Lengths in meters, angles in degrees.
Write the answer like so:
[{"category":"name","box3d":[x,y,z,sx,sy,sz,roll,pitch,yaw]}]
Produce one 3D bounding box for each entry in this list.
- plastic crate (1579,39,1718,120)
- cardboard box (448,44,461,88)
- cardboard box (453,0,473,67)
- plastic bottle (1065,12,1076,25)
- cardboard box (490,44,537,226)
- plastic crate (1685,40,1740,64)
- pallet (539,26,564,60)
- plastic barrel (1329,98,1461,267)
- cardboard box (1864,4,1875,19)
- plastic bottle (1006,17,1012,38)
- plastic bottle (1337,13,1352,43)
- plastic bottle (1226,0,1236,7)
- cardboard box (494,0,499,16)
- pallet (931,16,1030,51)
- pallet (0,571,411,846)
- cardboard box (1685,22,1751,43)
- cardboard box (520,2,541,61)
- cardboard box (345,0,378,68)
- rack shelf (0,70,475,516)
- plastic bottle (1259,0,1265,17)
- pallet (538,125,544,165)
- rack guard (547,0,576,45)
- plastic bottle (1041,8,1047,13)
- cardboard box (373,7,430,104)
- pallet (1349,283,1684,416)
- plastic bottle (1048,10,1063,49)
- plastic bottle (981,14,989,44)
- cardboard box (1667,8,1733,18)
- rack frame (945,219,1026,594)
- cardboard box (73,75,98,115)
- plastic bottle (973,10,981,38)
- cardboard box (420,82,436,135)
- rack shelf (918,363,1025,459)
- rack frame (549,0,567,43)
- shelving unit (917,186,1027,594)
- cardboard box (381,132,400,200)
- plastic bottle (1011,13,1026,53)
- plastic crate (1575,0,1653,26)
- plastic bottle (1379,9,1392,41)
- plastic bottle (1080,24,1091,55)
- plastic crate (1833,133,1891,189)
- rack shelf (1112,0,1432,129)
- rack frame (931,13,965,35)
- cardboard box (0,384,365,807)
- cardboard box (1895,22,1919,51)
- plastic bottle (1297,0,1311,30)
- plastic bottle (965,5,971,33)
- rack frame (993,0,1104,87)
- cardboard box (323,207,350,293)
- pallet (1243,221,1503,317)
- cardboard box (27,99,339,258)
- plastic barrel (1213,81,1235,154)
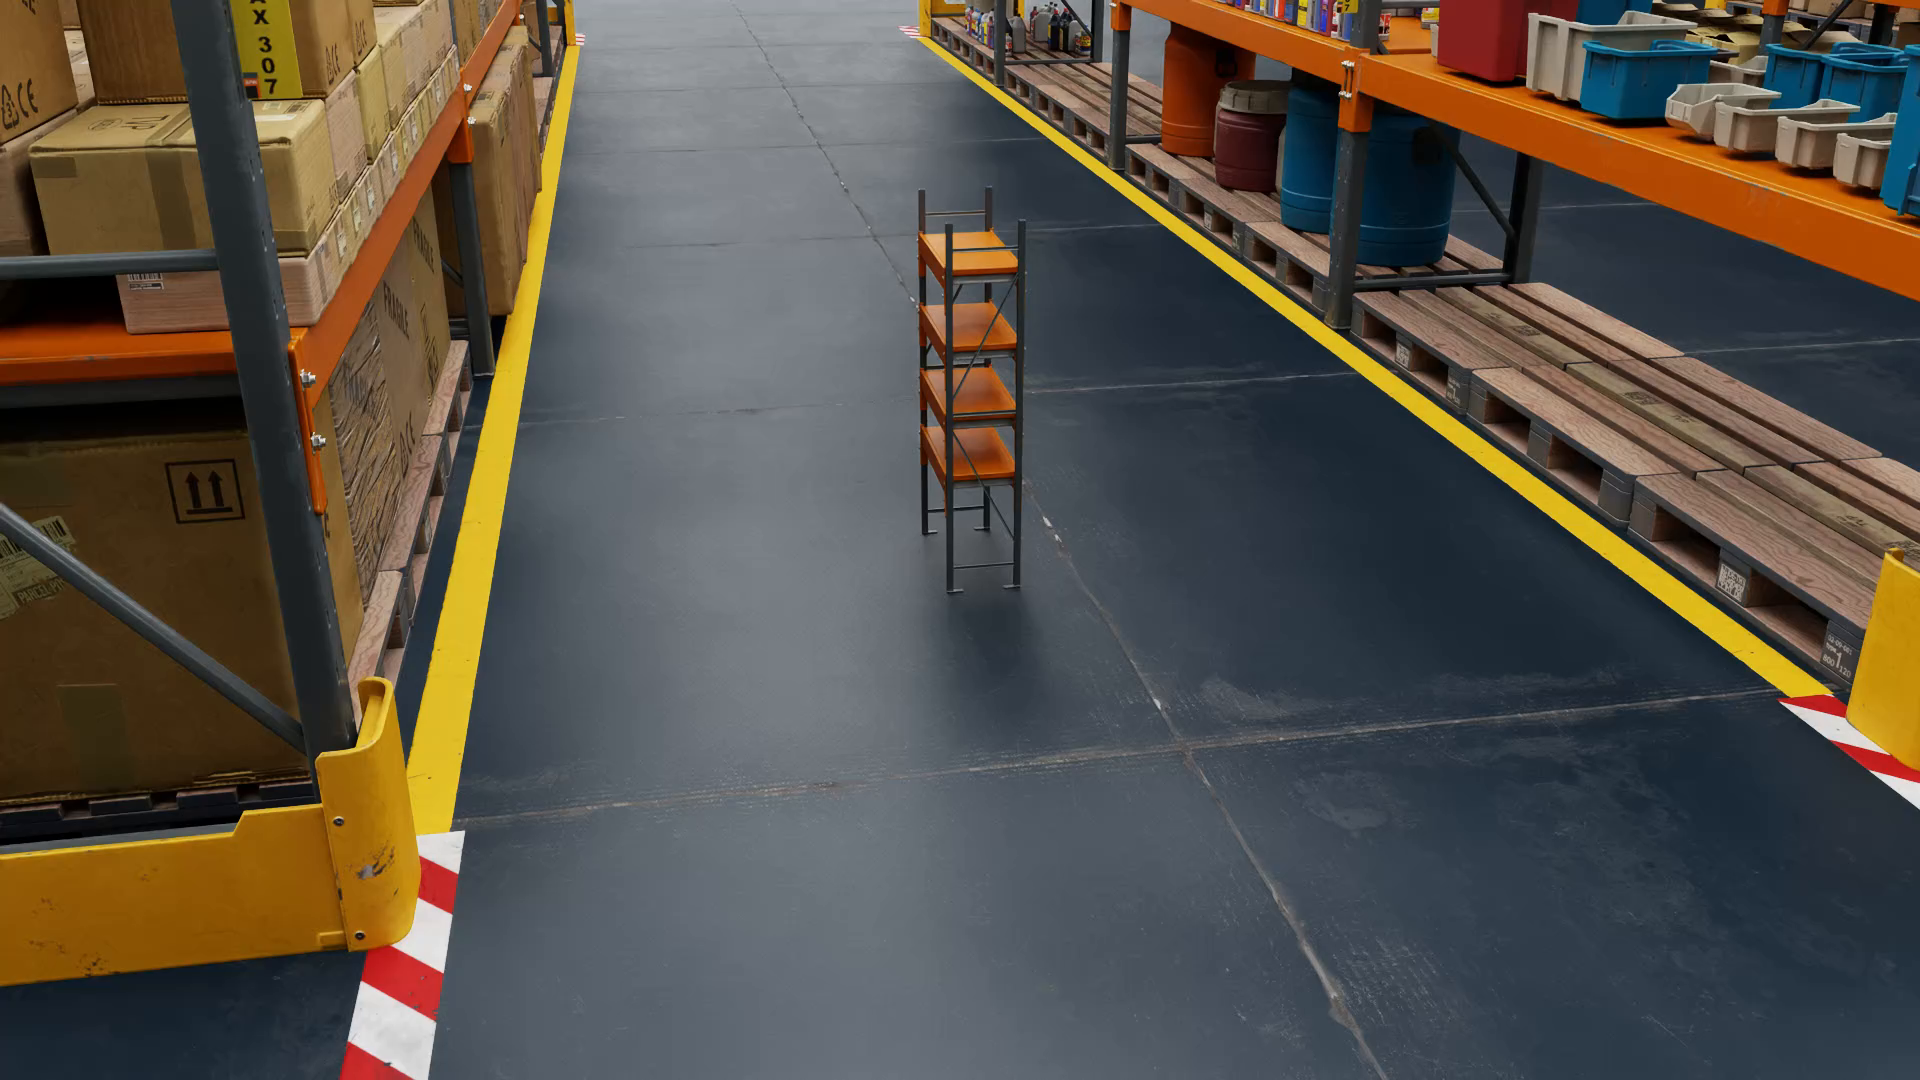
[{"category":"plastic crate","box3d":[2.400,-1.615,5.833,0.416,0.233,0.300,-4,24,-10]},{"category":"cardboard box","box3d":[-2.198,-1.871,6.600,0.380,0.149,0.250,-4,24,-9]},{"category":"cardboard box","box3d":[-2.415,-2.327,7.205,0.500,0.500,0.500,-4,24,-10]},{"category":"plastic bottle","box3d":[1.071,-4.931,16.052,0.144,0.351,0.185,-4,24,-8]},{"category":"cardboard box","box3d":[-3.051,-2.250,9.283,1.225,0.875,0.875,-4,24,-10]},{"category":"plastic crate","box3d":[2.763,-1.929,6.689,0.437,0.125,0.590,-4,24,-10]},{"category":"pallet","box3d":[-4.665,-5.172,17.328,1.003,0.211,1.213,-4,24,-10]},{"category":"plastic barrel","box3d":[2.208,-1.894,8.437,0.600,0.901,0.708,-4,24,-10]},{"category":"cardboard box","box3d":[10.272,-5.854,18.418,0.380,0.149,0.250,-6,24,-14]},{"category":"plastic bottle","box3d":[0.410,-4.815,15.786,0.144,0.351,0.185,-5,24,-11]},{"category":"plastic bottle","box3d":[1.901,-2.523,7.933,0.152,0.276,0.135,-4,24,-10]},{"category":"plastic bottle","box3d":[1.596,-3.196,9.382,0.144,0.351,0.185,-4,24,-10]},{"category":"cardboard box","box3d":[-2.795,-3.125,9.032,0.500,0.500,0.500,-5,24,-11]},{"category":"pallet","box3d":[0.278,-5.544,18.180,1.003,0.211,1.213,-4,24,-10]},{"category":"pallet","box3d":[-2.061,0.461,4.431,1.003,0.211,1.213,-4,24,-10]},{"category":"cardboard box","box3d":[5.979,-3.968,13.298,0.500,0.311,0.500,-5,24,-11]},{"category":"cardboard box","box3d":[-4.203,-4.660,15.271,0.500,0.500,0.500,3,24,7]},{"category":"cardboard box","box3d":[-1.854,-1.528,4.381,0.500,0.500,0.500,-5,24,-11]},{"category":"rack shelf","box3d":[-2.206,-0.965,5.112,1.077,0.370,4.000,-4,24,-10]},{"category":"plastic bottle","box3d":[1.667,-2.927,8.952,0.097,0.201,0.097,0,24,0]},{"category":"pallet","box3d":[-3.459,-2.685,11.633,1.003,0.211,1.213,-4,24,-10]},{"category":"rack guard","box3d":[-4.781,-5.626,18.008,1.175,0.500,0.348,-4,24,-10]},{"category":"plastic bottle","box3d":[0.888,-5.276,16.936,0.152,0.276,0.135,-5,24,-11]},{"category":"cardboard box","box3d":[-2.044,-1.591,5.461,0.500,0.250,0.500,-4,24,-9]},{"category":"pallet","box3d":[2.466,-0.884,7.511,1.003,0.211,1.213,-4,24,-10]},{"category":"plastic bottle","box3d":[0.929,-4.920,16.028,0.144,0.351,0.185,-4,24,-10]},{"category":"plastic bottle","box3d":[0.289,-5.047,16.412,0.152,0.276,0.135,-4,24,-9]},{"category":"cardboard box","box3d":[6.319,-4.413,14.316,0.500,0.311,0.500,-5,24,-10]},{"category":"rack frame","box3d":[0.076,-0.389,5.141,0.240,1.200,0.015,-4,24,-10]},{"category":"cardboard box","box3d":[-2.280,-0.947,3.985,0.500,0.250,0.500,-5,24,-11]},{"category":"plastic bottle","box3d":[0.184,-5.209,16.789,0.097,0.271,0.097,0,24,0]},{"category":"cardboard box","box3d":[-2.007,-1.466,5.673,0.380,0.149,0.250,-4,24,-9]},{"category":"rack shelf","box3d":[0.031,-0.423,5.388,0.258,0.148,0.480,-4,24,-10]},{"category":"rack frame","box3d":[-4.795,-6.802,17.576,1.000,3.000,0.127,-4,24,-10]},{"category":"shelving unit","box3d":[0.031,-0.485,5.361,0.258,1.200,0.503,-4,24,-10]},{"category":"cardboard box","box3d":[-1.818,-1.063,4.750,0.380,0.149,0.250,-5,24,-10]},{"category":"plastic bottle","box3d":[0.552,-4.825,15.811,0.144,0.351,0.185,-4,24,-10]},{"category":"plastic crate","box3d":[2.713,-2.310,7.237,0.392,0.384,0.575,-4,24,-10]},{"category":"plastic bottle","box3d":[2.020,-2.505,7.986,0.097,0.201,0.097,0,24,0]},{"category":"plastic bottle","box3d":[1.184,-4.704,15.632,0.097,0.271,0.097,0,24,0]},{"category":"plastic crate","box3d":[2.703,-1.089,4.750,0.396,0.136,0.243,-4,24,-10]},{"category":"rack shelf","box3d":[1.922,-2.905,9.553,1.077,0.370,4.000,-4,24,-10]},{"category":"rack frame","box3d":[0.073,-7.168,18.415,1.000,3.000,0.127,-4,24,-10]},{"category":"cardboard box","box3d":[-2.033,0.027,4.070,0.875,0.875,0.875,-4,24,-10]},{"category":"cardboard box","box3d":[6.839,-3.414,11.456,0.500,0.250,0.500,-3,24,-8]},{"category":"plastic bottle","box3d":[1.800,-2.763,8.390,0.144,0.351,0.185,-4,24,-10]},{"category":"plastic bottle","box3d":[0.102,-5.383,17.188,0.097,0.271,0.097,0,24,0]},{"category":"rack frame","box3d":[0.812,-5.595,14.813,1.000,3.000,0.127,-4,24,-10]},{"category":"cardboard box","box3d":[-1.626,-0.658,3.823,0.380,0.149,0.250,-5,24,-11]},{"category":"pallet","box3d":[2.190,-1.477,8.868,1.003,0.211,1.213,-4,24,-10]},{"category":"cardboard box","box3d":[-1.660,-0.785,3.615,0.500,0.250,0.500,-5,24,-11]},{"category":"plastic barrel","box3d":[1.851,-2.667,10.693,0.421,0.512,0.421,0,24,0]}]
